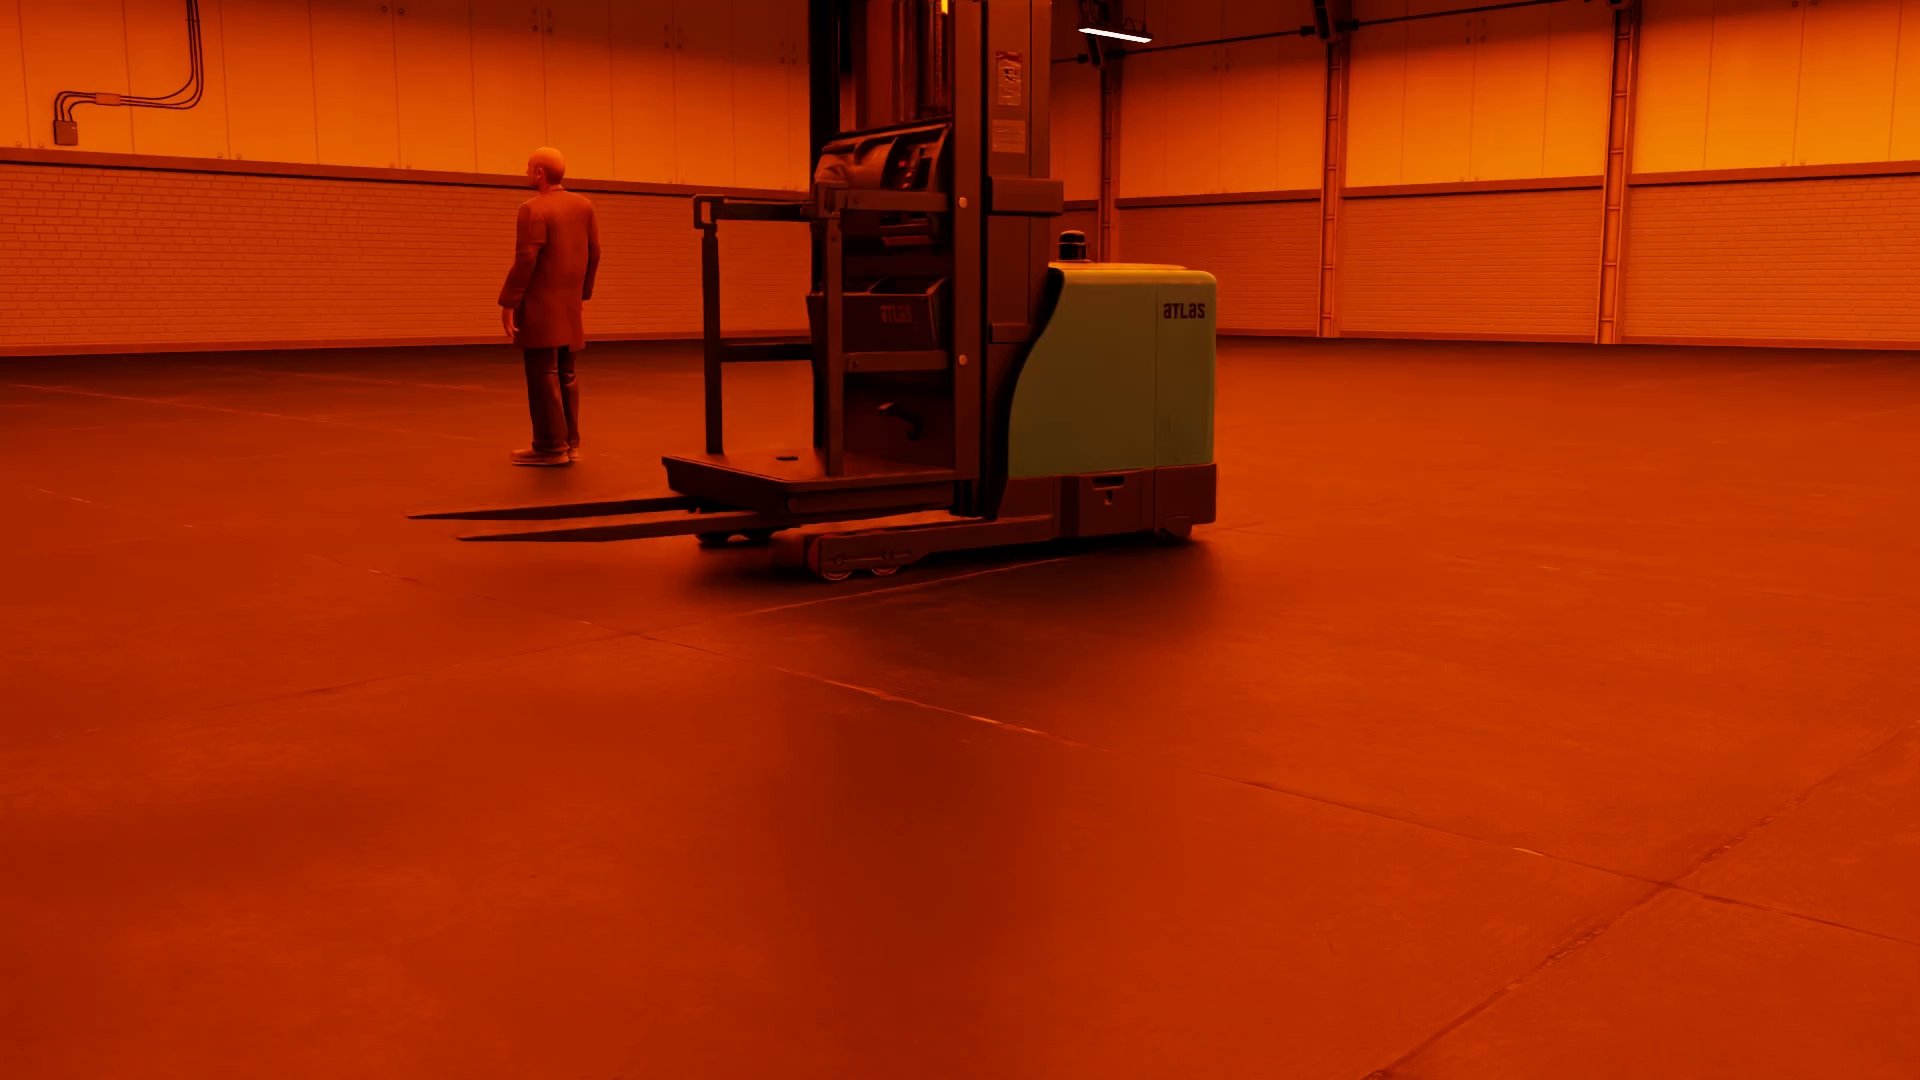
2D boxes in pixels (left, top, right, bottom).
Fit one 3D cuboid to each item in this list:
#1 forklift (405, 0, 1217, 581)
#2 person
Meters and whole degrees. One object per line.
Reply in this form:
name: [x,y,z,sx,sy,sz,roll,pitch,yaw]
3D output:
forklift: [-0.480,-1.396,6.141,3.031,2.935,1.130,-5,10,-32]
person: [-2.416,-1.279,9.499,0.582,1.685,0.695,5,10,29]
